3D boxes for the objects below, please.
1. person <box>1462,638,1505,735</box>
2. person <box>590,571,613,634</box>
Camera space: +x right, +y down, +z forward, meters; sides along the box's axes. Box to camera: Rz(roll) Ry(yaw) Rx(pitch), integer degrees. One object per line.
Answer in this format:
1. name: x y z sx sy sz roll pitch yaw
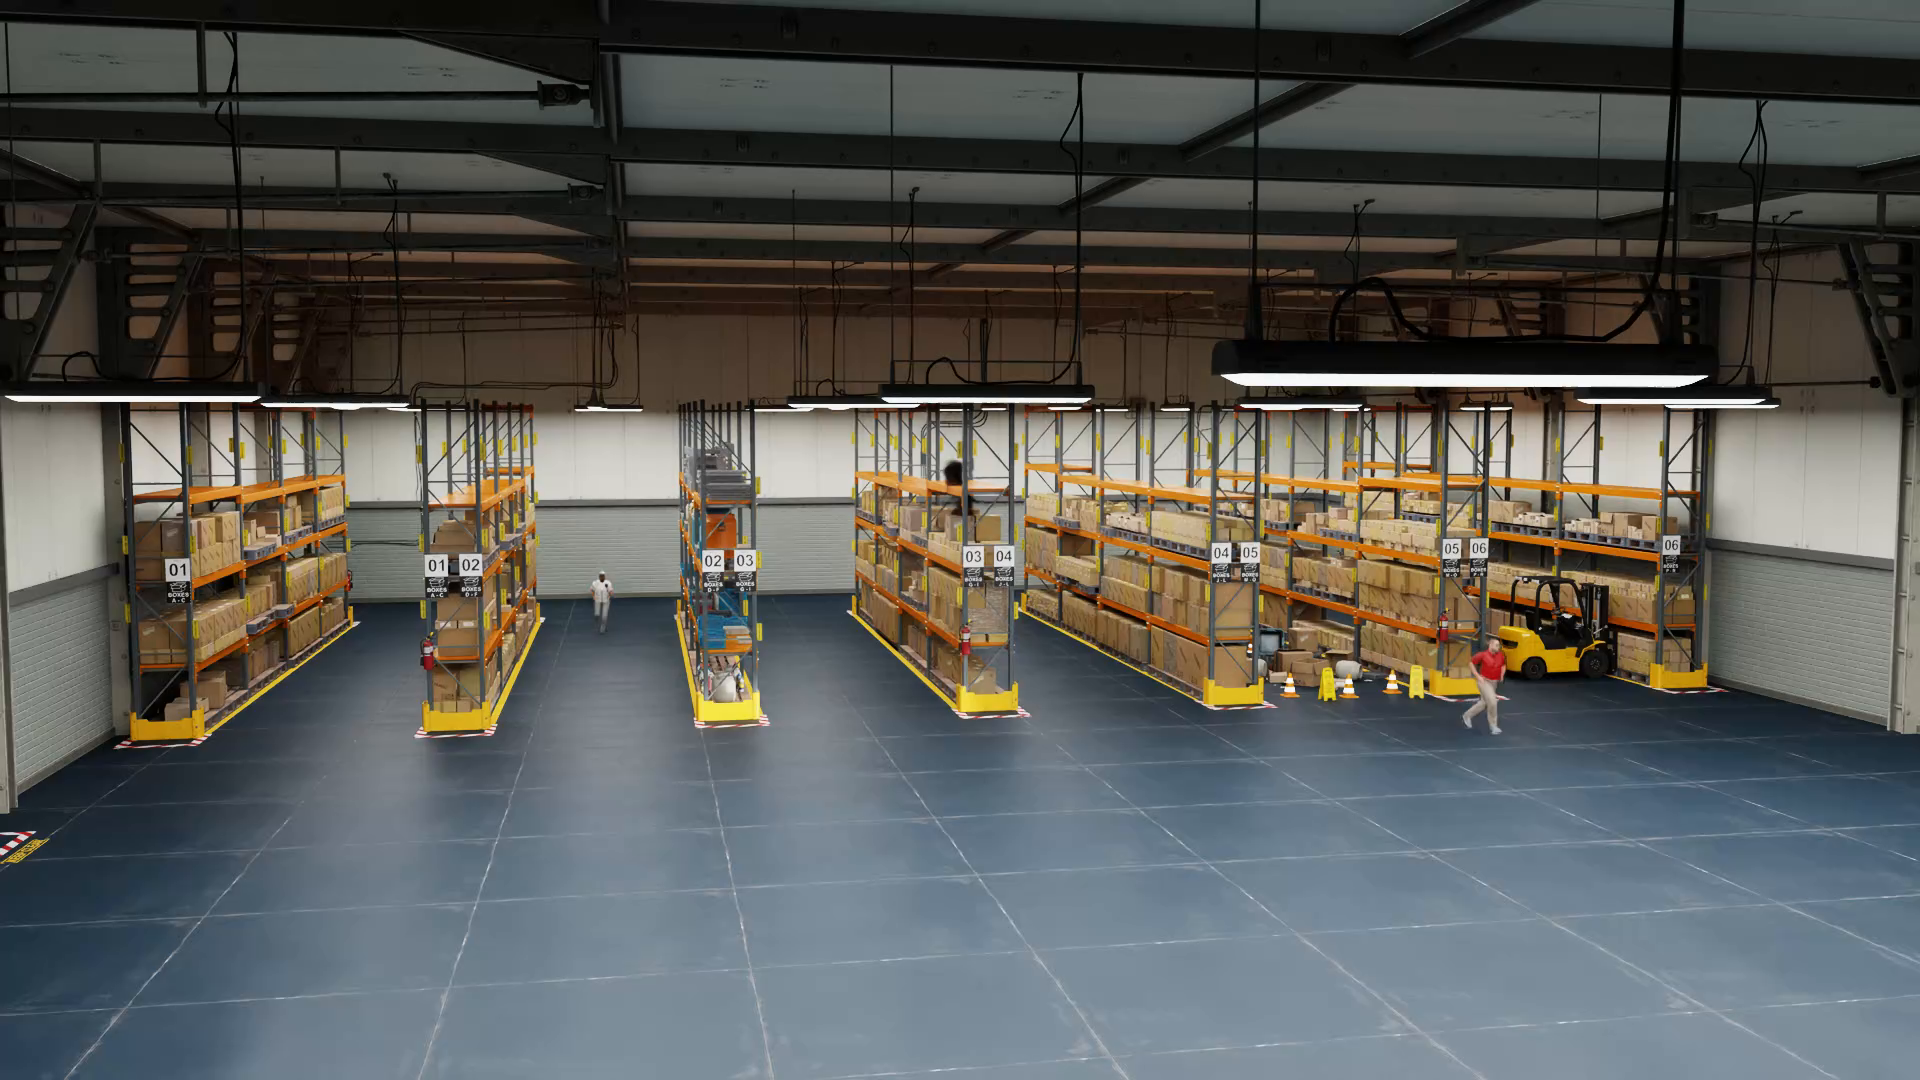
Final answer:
1. person: 9.492 2.607 30.077 0.627 1.709 0.841 -3 5 -34
2. person: -9.344 1.633 43.407 0.587 1.638 0.623 -1 4 -12
